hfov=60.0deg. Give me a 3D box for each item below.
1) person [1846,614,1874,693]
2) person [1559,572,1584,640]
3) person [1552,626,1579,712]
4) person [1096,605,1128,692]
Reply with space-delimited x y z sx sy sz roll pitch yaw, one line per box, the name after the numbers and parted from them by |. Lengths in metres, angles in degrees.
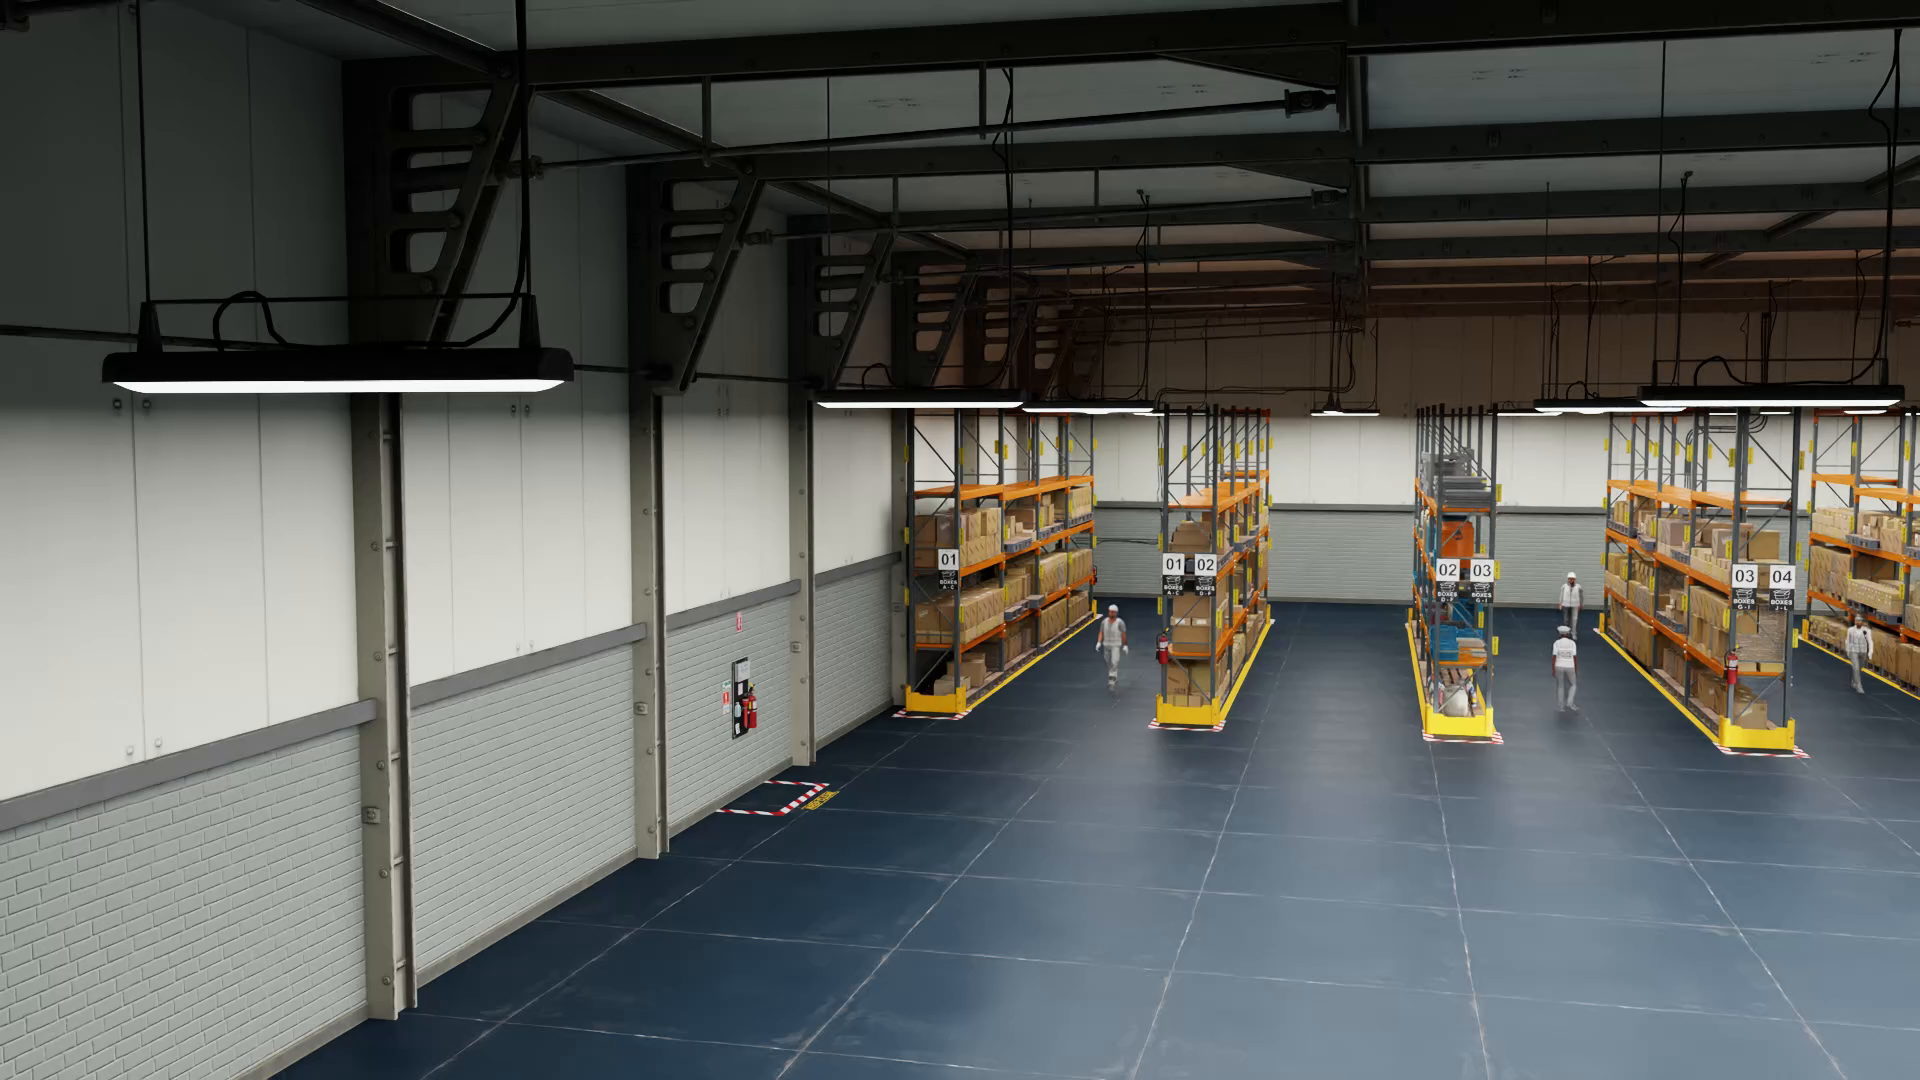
18.870 2.353 34.853 0.453 1.616 1.024 1 4 11 | person
15.887 1.699 43.218 0.607 1.712 1.069 1 4 18 | person
11.825 2.529 32.471 0.512 1.674 0.509 1 4 17 | person
3.208 2.271 35.207 0.613 1.764 0.906 2 5 28 | person
